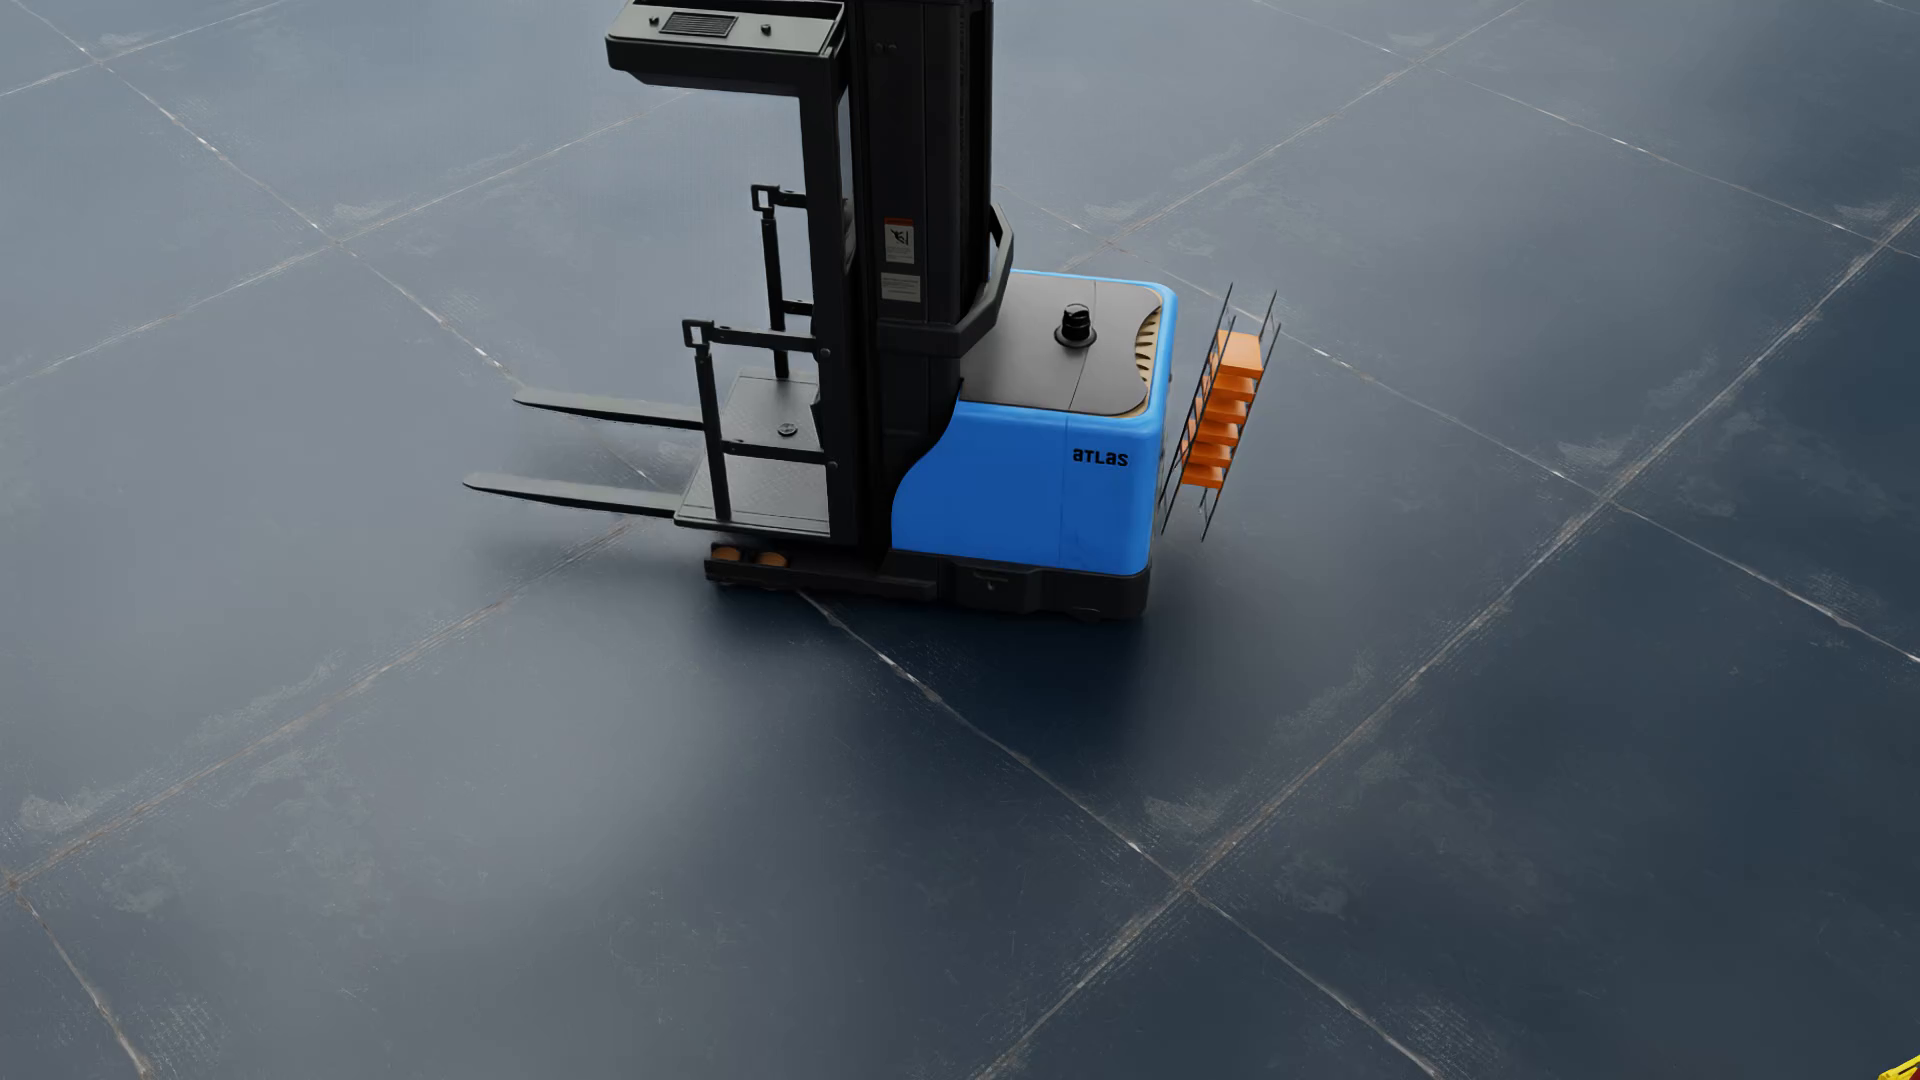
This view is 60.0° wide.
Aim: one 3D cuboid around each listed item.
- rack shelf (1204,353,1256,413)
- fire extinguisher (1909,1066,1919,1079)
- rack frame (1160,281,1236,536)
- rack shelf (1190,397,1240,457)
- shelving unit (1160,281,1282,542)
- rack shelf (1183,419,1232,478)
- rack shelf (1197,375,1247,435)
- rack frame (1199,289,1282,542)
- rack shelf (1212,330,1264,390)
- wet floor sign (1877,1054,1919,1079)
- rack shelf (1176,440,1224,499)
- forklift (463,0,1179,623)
[{"bbox_3d":[1.116,-0.657,6.898,0.180,0.103,0.258,9,43,-4],"label":"rack shelf"},{"bbox_3d":[2.373,1.225,3.888,0.296,0.674,0.183,-34,53,-31],"label":"fire extinguisher"},{"bbox_3d":[0.995,-0.531,7.025,0.006,1.200,0.240,9,43,-4],"label":"rack frame"},{"bbox_3d":[1.078,-0.485,7.061,0.180,0.103,0.258,9,43,-4],"label":"rack shelf"},{"bbox_3d":[1.085,-0.517,7.031,0.189,1.200,0.258,9,43,-4],"label":"shelving unit"},{"bbox_3d":[1.059,-0.399,7.142,0.180,0.103,0.258,9,43,-4],"label":"rack shelf"},{"bbox_3d":[1.097,-0.571,6.980,0.180,0.103,0.258,9,43,-4],"label":"rack shelf"},{"bbox_3d":[1.175,-0.503,7.037,0.006,1.200,0.240,9,43,-4],"label":"rack frame"},{"bbox_3d":[1.135,-0.744,6.817,0.180,0.103,0.258,9,43,-4],"label":"rack shelf"},{"bbox_3d":[2.751,1.733,5.016,0.267,0.644,0.232,-18,46,-18],"label":"wet floor sign"},{"bbox_3d":[1.040,-0.313,7.223,0.180,0.103,0.258,9,43,-4],"label":"rack shelf"},{"bbox_3d":[-0.640,-1.208,6.515,3.031,2.935,1.130,7,43,7],"label":"forklift"}]
